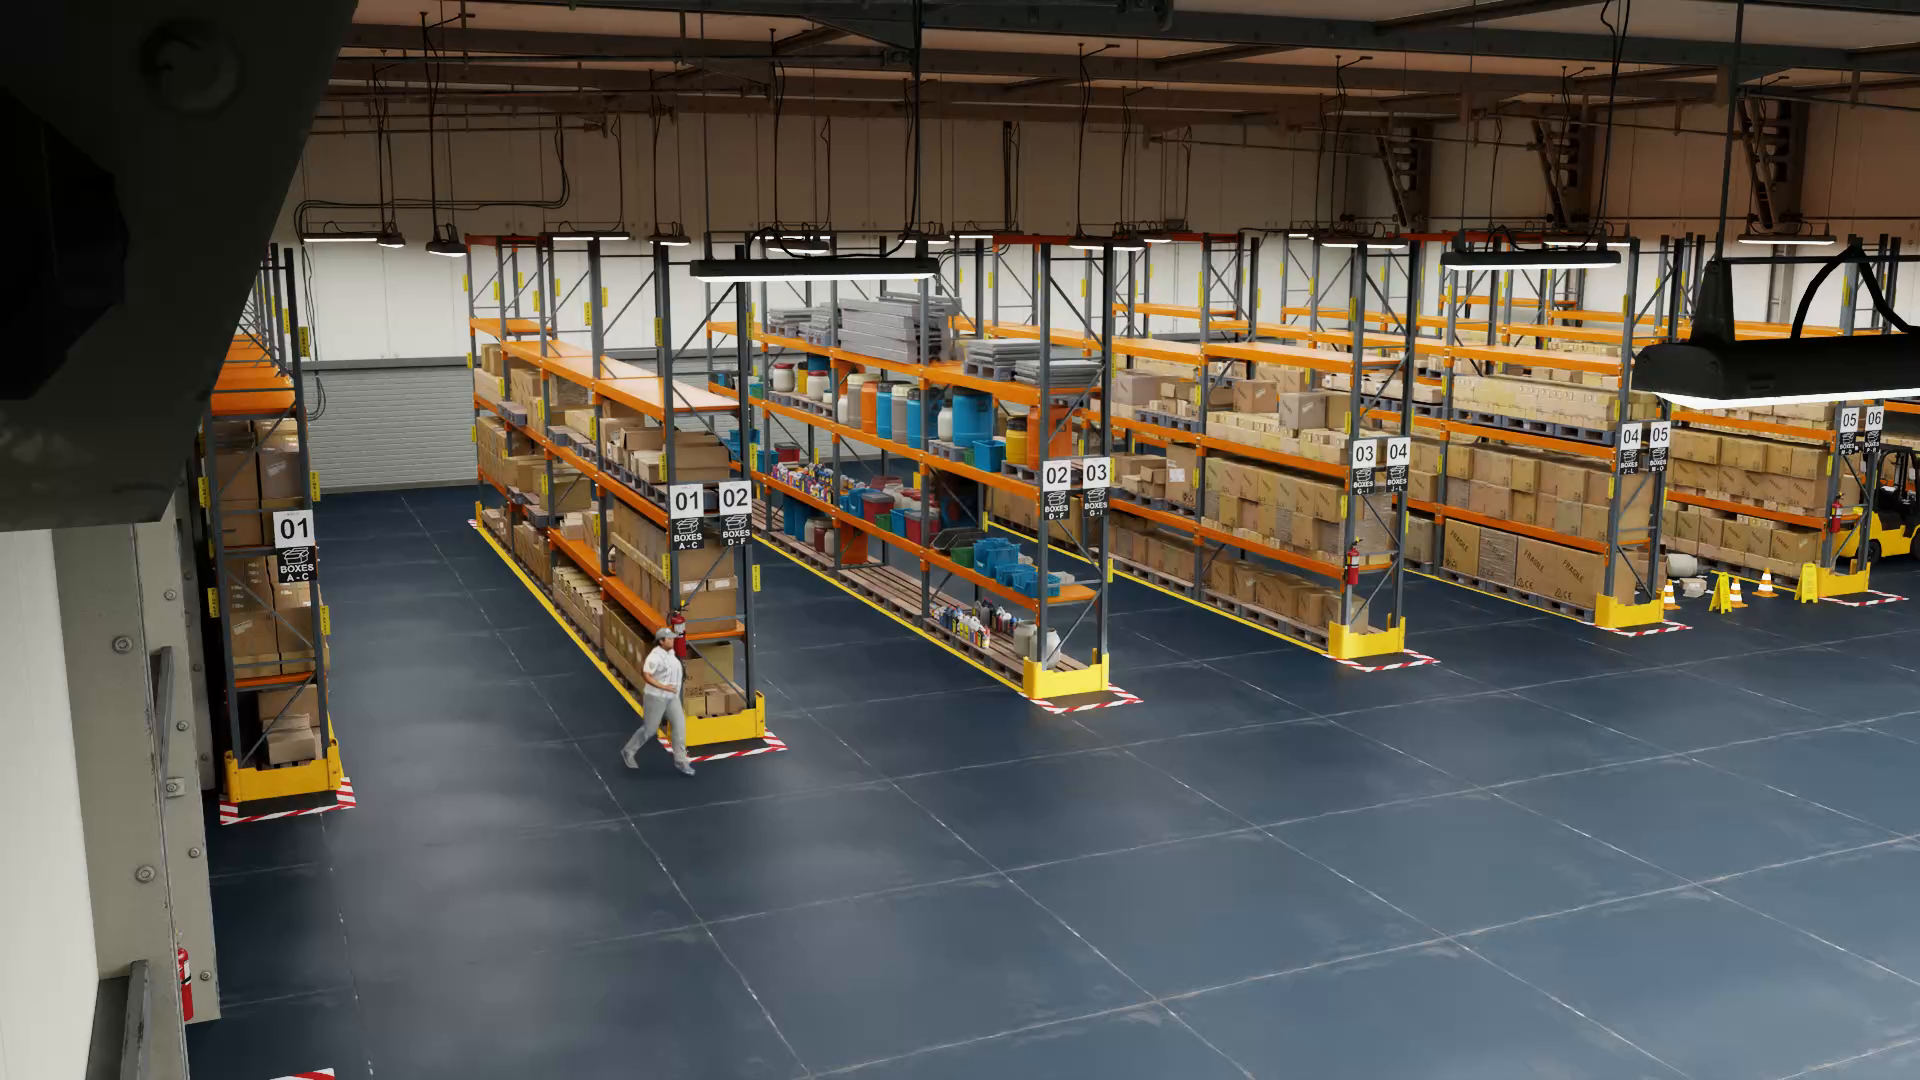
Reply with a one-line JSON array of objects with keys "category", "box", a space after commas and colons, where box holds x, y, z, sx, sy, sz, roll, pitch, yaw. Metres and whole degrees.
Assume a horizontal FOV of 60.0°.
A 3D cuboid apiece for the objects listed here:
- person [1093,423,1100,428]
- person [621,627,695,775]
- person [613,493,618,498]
[{"category": "person", "box": [3.129, -1.849, 38.223, 0.586, 1.688, 0.666, -4, 12, -19]}, {"category": "person", "box": [-3.431, 1.843, 19.293, 0.911, 1.662, 0.692, 5, 12, 25]}, {"category": "person", "box": [-6.824, -0.968, 33.631, 0.630, 1.773, 0.747, -8, 14, -36]}]
